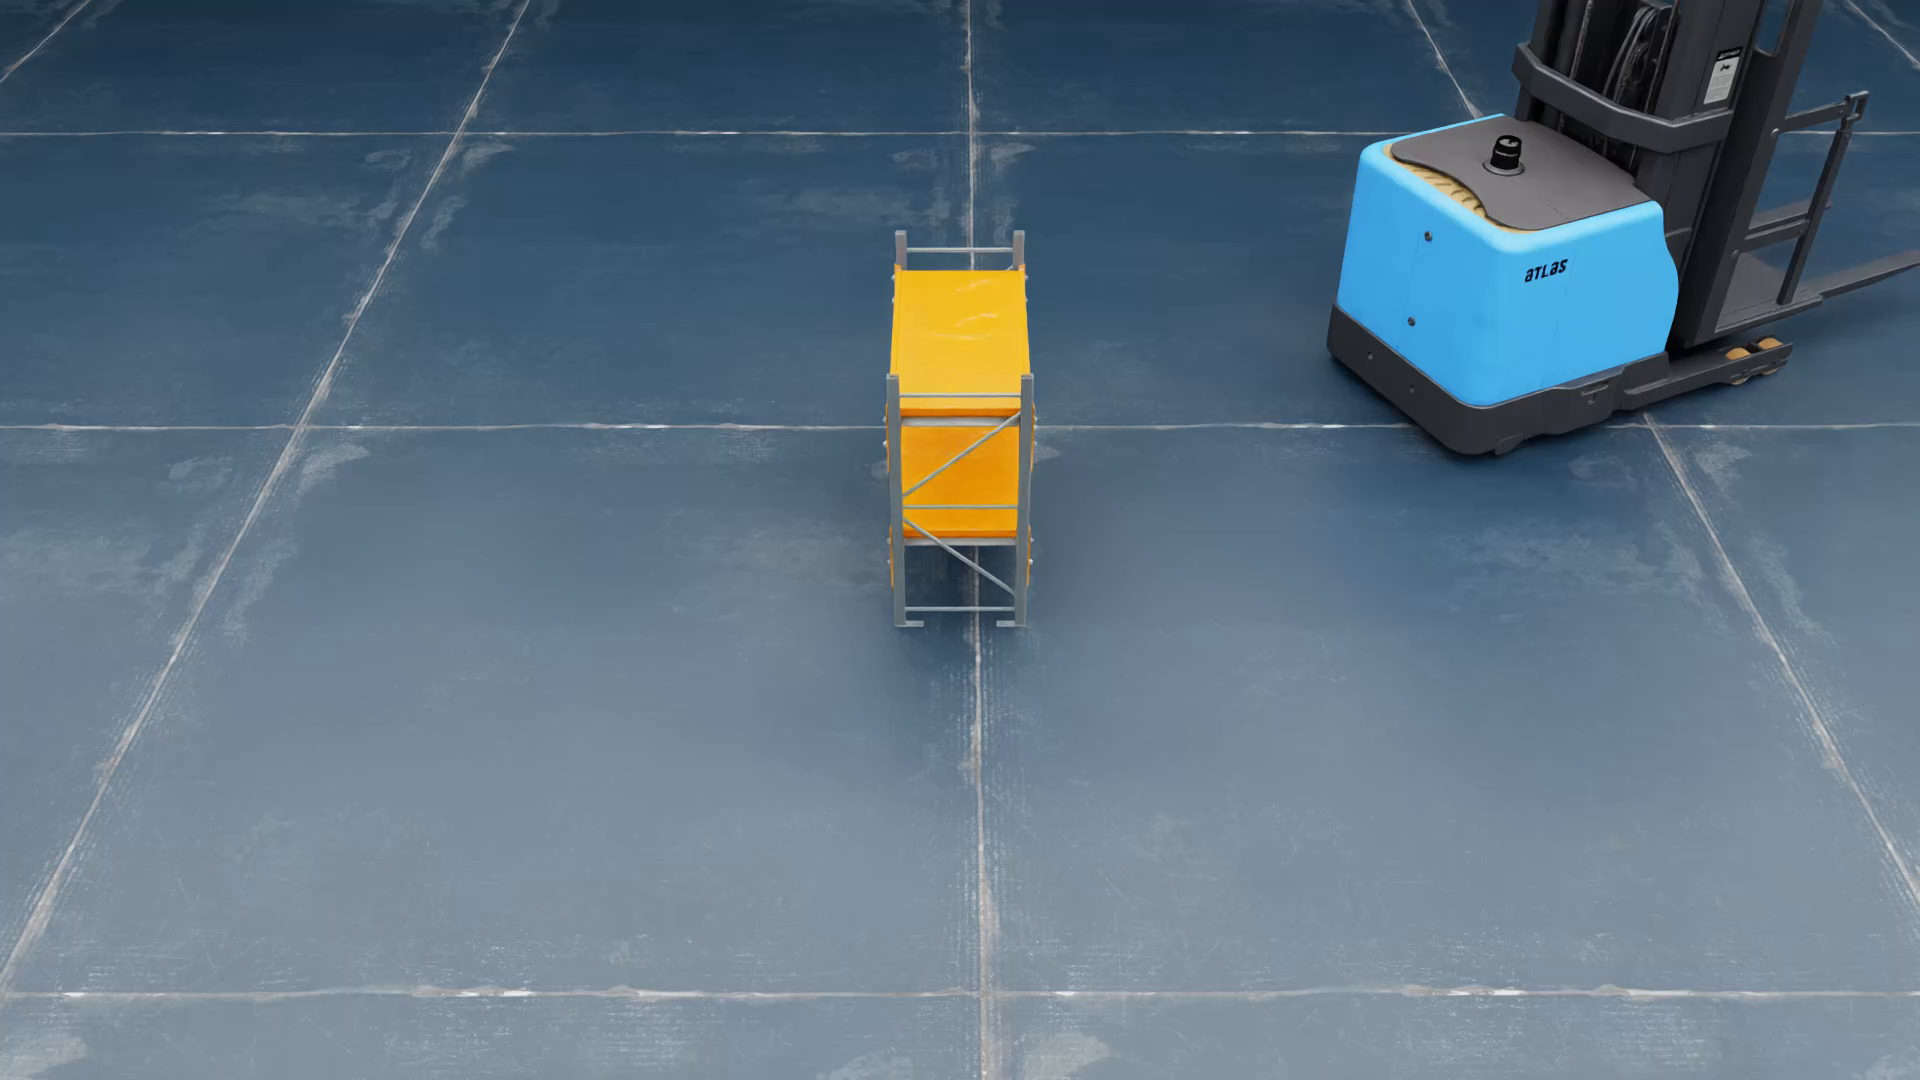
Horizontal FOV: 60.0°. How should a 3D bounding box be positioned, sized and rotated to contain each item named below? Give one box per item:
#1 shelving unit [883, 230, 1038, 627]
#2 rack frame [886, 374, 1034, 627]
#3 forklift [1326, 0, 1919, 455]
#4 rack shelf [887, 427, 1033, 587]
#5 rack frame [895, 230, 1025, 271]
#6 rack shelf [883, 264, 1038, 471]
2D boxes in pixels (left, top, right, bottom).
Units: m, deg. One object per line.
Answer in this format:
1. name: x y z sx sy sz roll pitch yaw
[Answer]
1. shelving unit: 0.000 -0.435 6.393 0.538 1.125 1.048 0 39 0
2. rack frame: 0.001 -0.117 5.996 0.500 1.125 0.032 0 39 0
3. forklift: 3.264 -2.137 7.073 3.031 2.935 1.130 -17 42 -20
4. rack shelf: 0.000 -0.244 6.546 0.538 0.278 1.000 0 39 0
5. rack frame: -0.001 -0.753 6.790 0.500 1.125 0.032 0 39 0
6. rack shelf: 0.000 -0.663 6.210 0.538 0.278 1.000 0 39 0
